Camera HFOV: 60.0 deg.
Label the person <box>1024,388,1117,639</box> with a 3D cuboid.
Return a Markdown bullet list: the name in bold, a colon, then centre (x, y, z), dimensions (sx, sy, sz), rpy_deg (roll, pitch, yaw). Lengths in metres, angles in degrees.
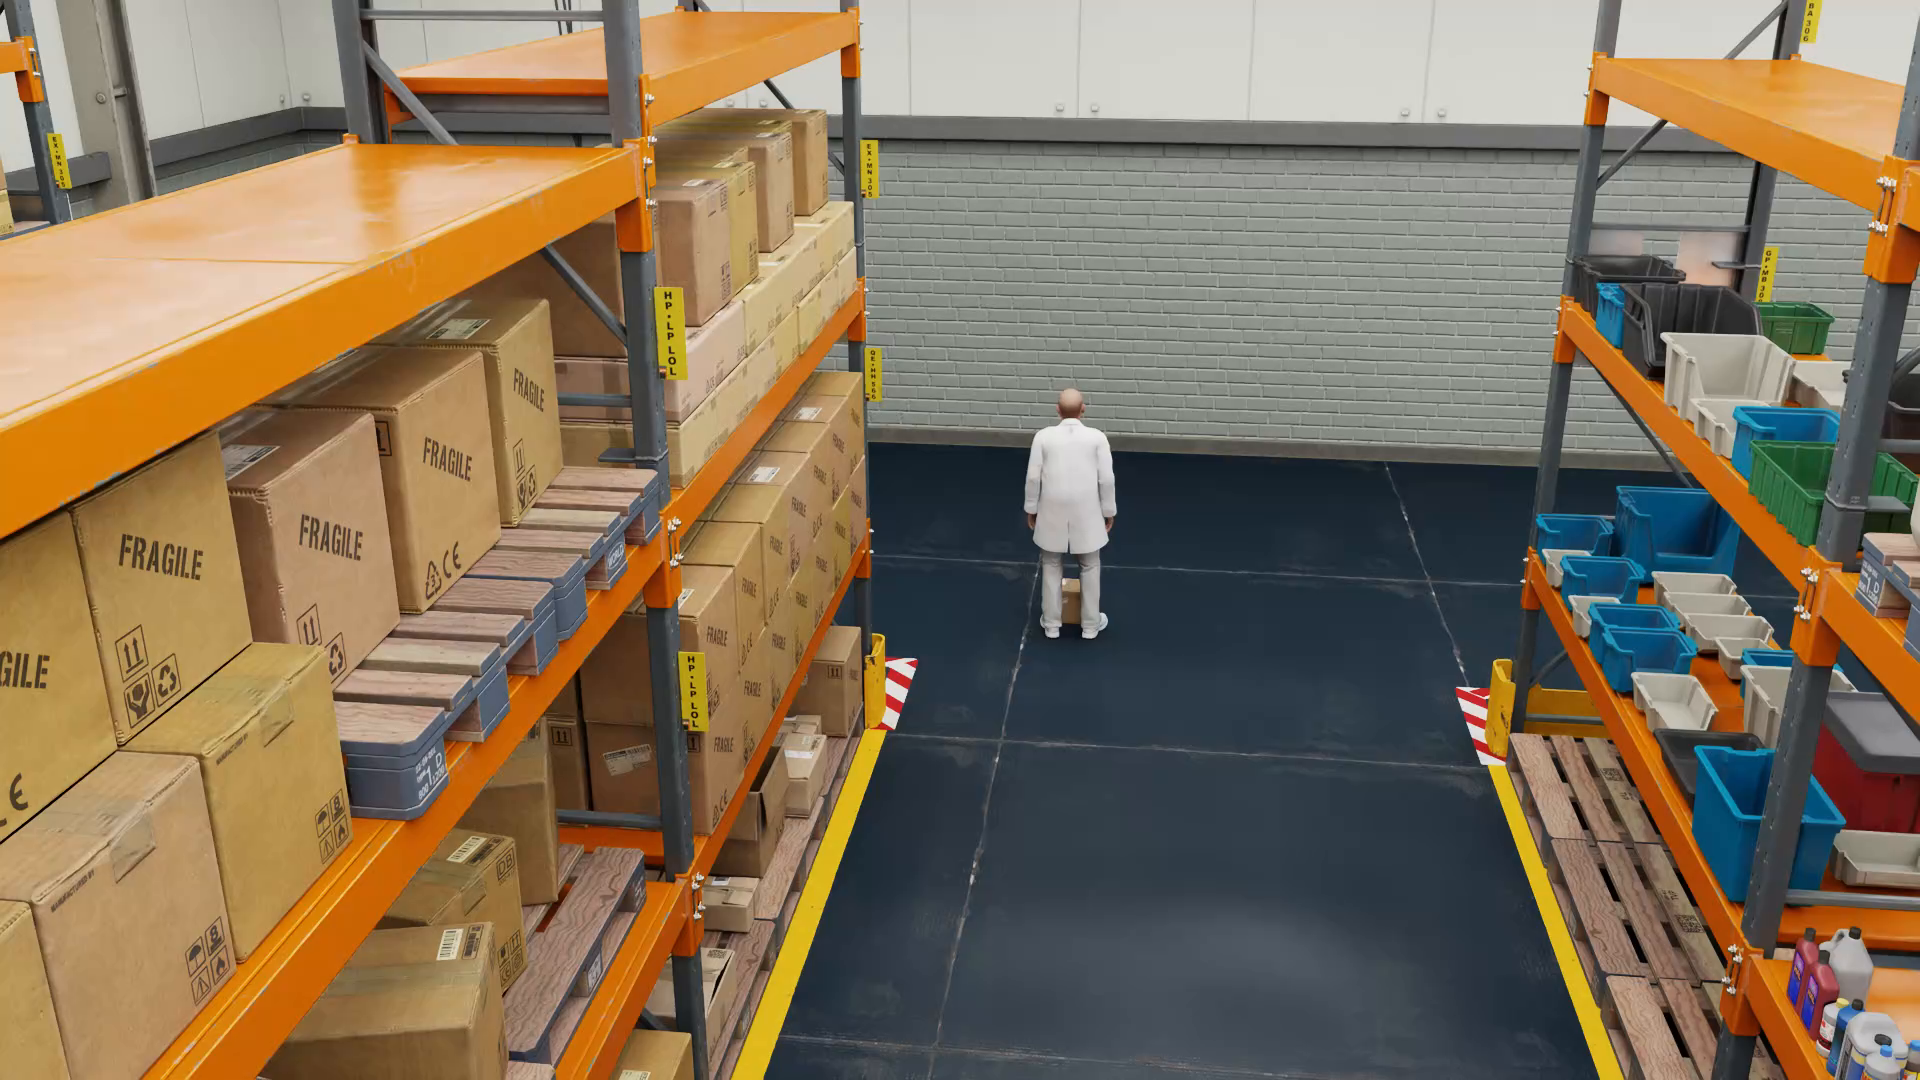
- **person**: centre (0.767, -0.182, 11.580), dimensions (0.644, 1.774, 0.424), rpy_deg (3, 21, 7)
